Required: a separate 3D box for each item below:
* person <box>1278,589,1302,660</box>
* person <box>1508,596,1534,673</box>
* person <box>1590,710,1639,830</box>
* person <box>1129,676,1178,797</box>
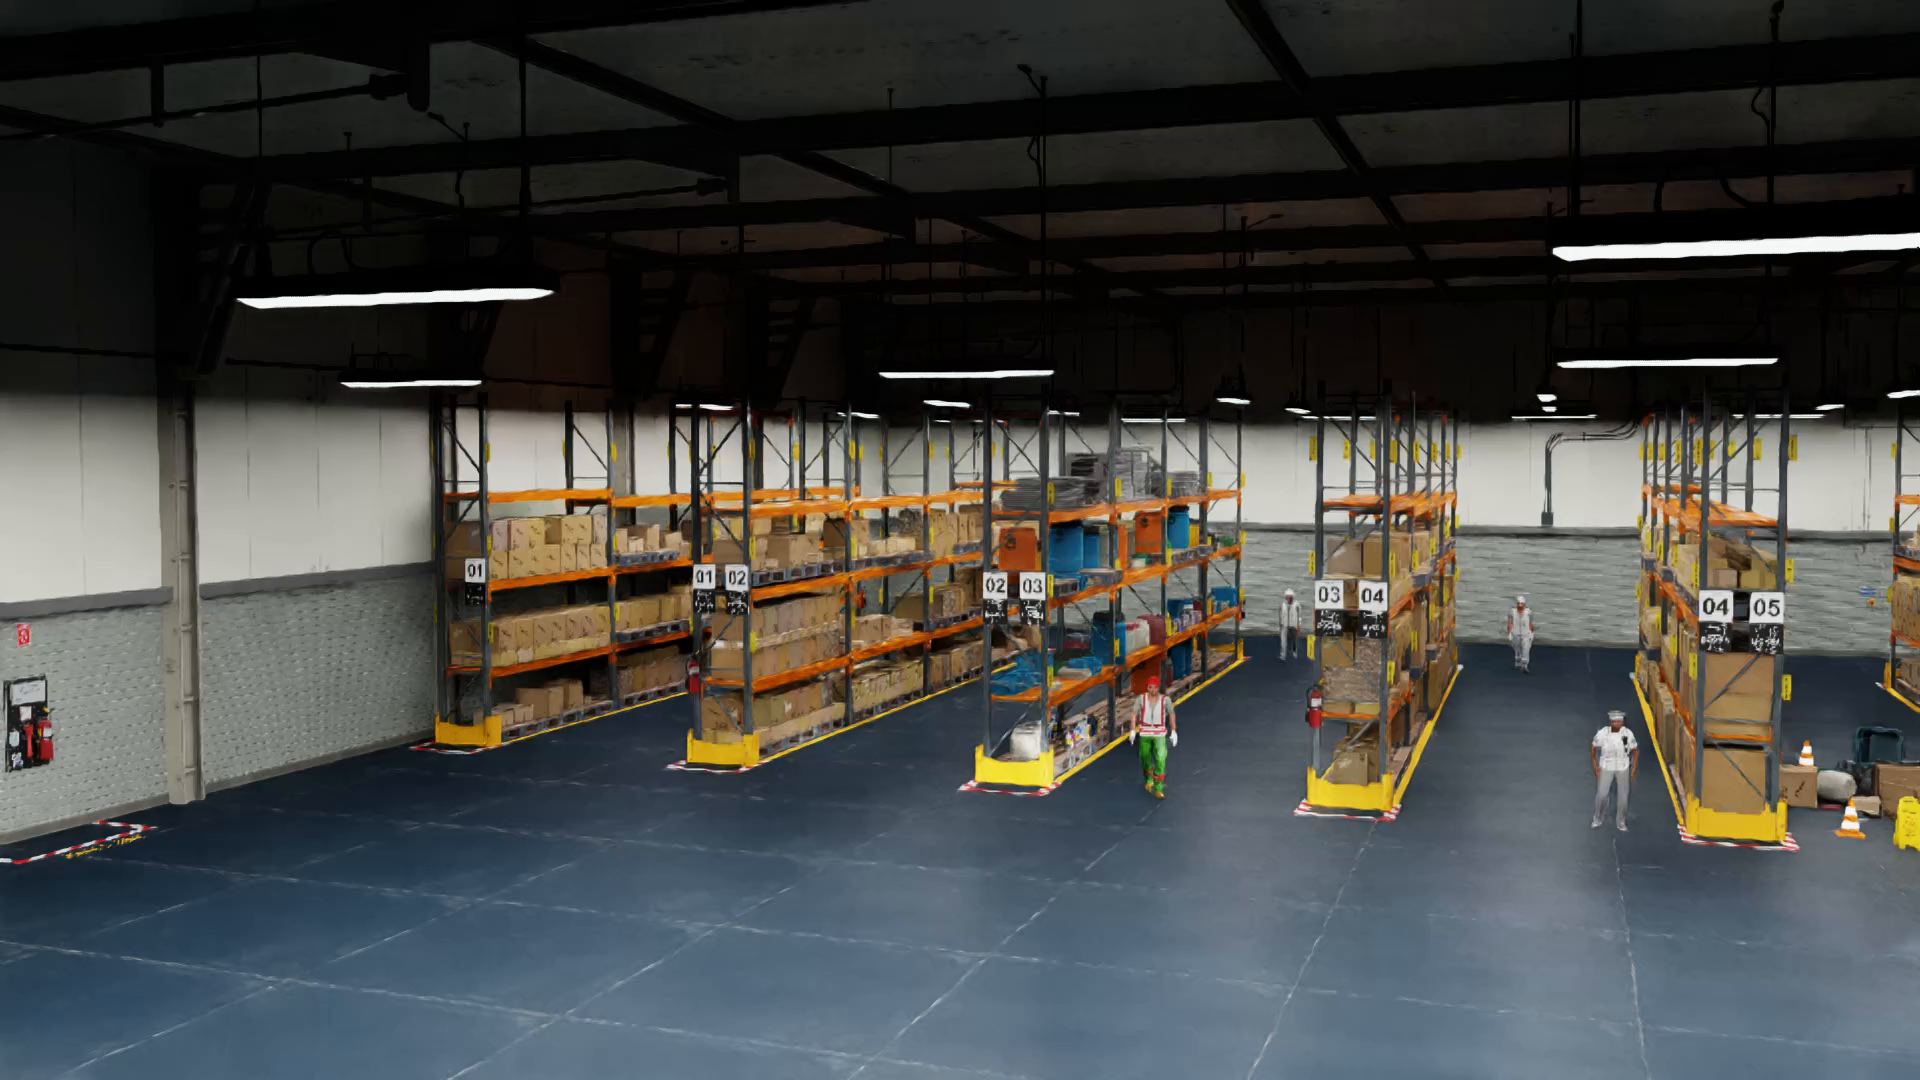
[{"bbox_3d":[7.937,2.015,39.966,0.543,1.700,1.119,1,3,18],"label":"person"},{"bbox_3d":[12.717,2.124,37.736,0.553,1.709,1.123,1,3,22],"label":"person"},{"bbox_3d":[8.638,3.025,21.962,0.592,1.629,0.532,1,3,18],"label":"person"},{"bbox_3d":[2.840,2.834,24.308,0.689,1.754,0.699,1,3,12],"label":"person"}]
